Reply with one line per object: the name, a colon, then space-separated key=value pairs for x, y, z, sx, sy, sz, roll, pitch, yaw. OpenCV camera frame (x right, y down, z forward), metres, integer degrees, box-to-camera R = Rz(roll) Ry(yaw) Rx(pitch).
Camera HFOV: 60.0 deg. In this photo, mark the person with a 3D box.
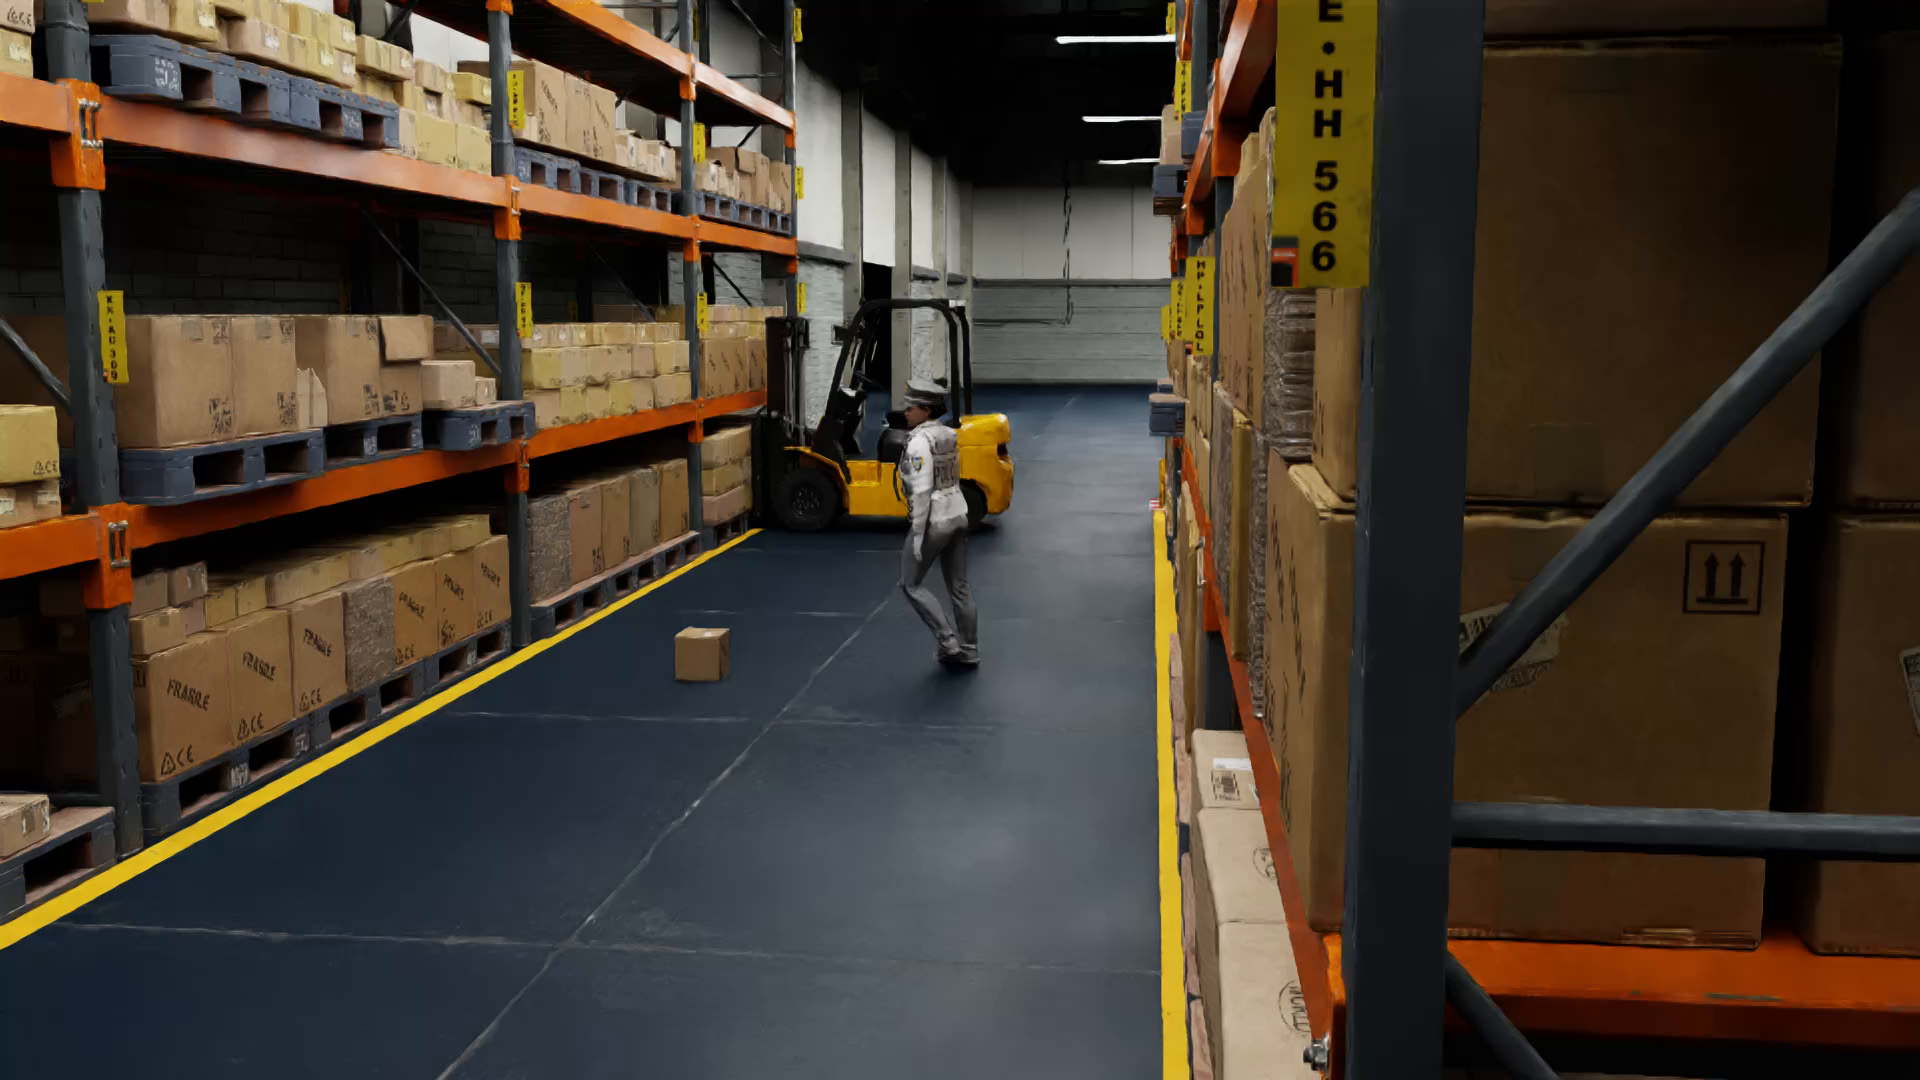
person: x=-0.144 y=-0.081 z=9.379 sx=0.390 sy=1.639 sz=0.605 roll=5 pitch=9 yaw=32
